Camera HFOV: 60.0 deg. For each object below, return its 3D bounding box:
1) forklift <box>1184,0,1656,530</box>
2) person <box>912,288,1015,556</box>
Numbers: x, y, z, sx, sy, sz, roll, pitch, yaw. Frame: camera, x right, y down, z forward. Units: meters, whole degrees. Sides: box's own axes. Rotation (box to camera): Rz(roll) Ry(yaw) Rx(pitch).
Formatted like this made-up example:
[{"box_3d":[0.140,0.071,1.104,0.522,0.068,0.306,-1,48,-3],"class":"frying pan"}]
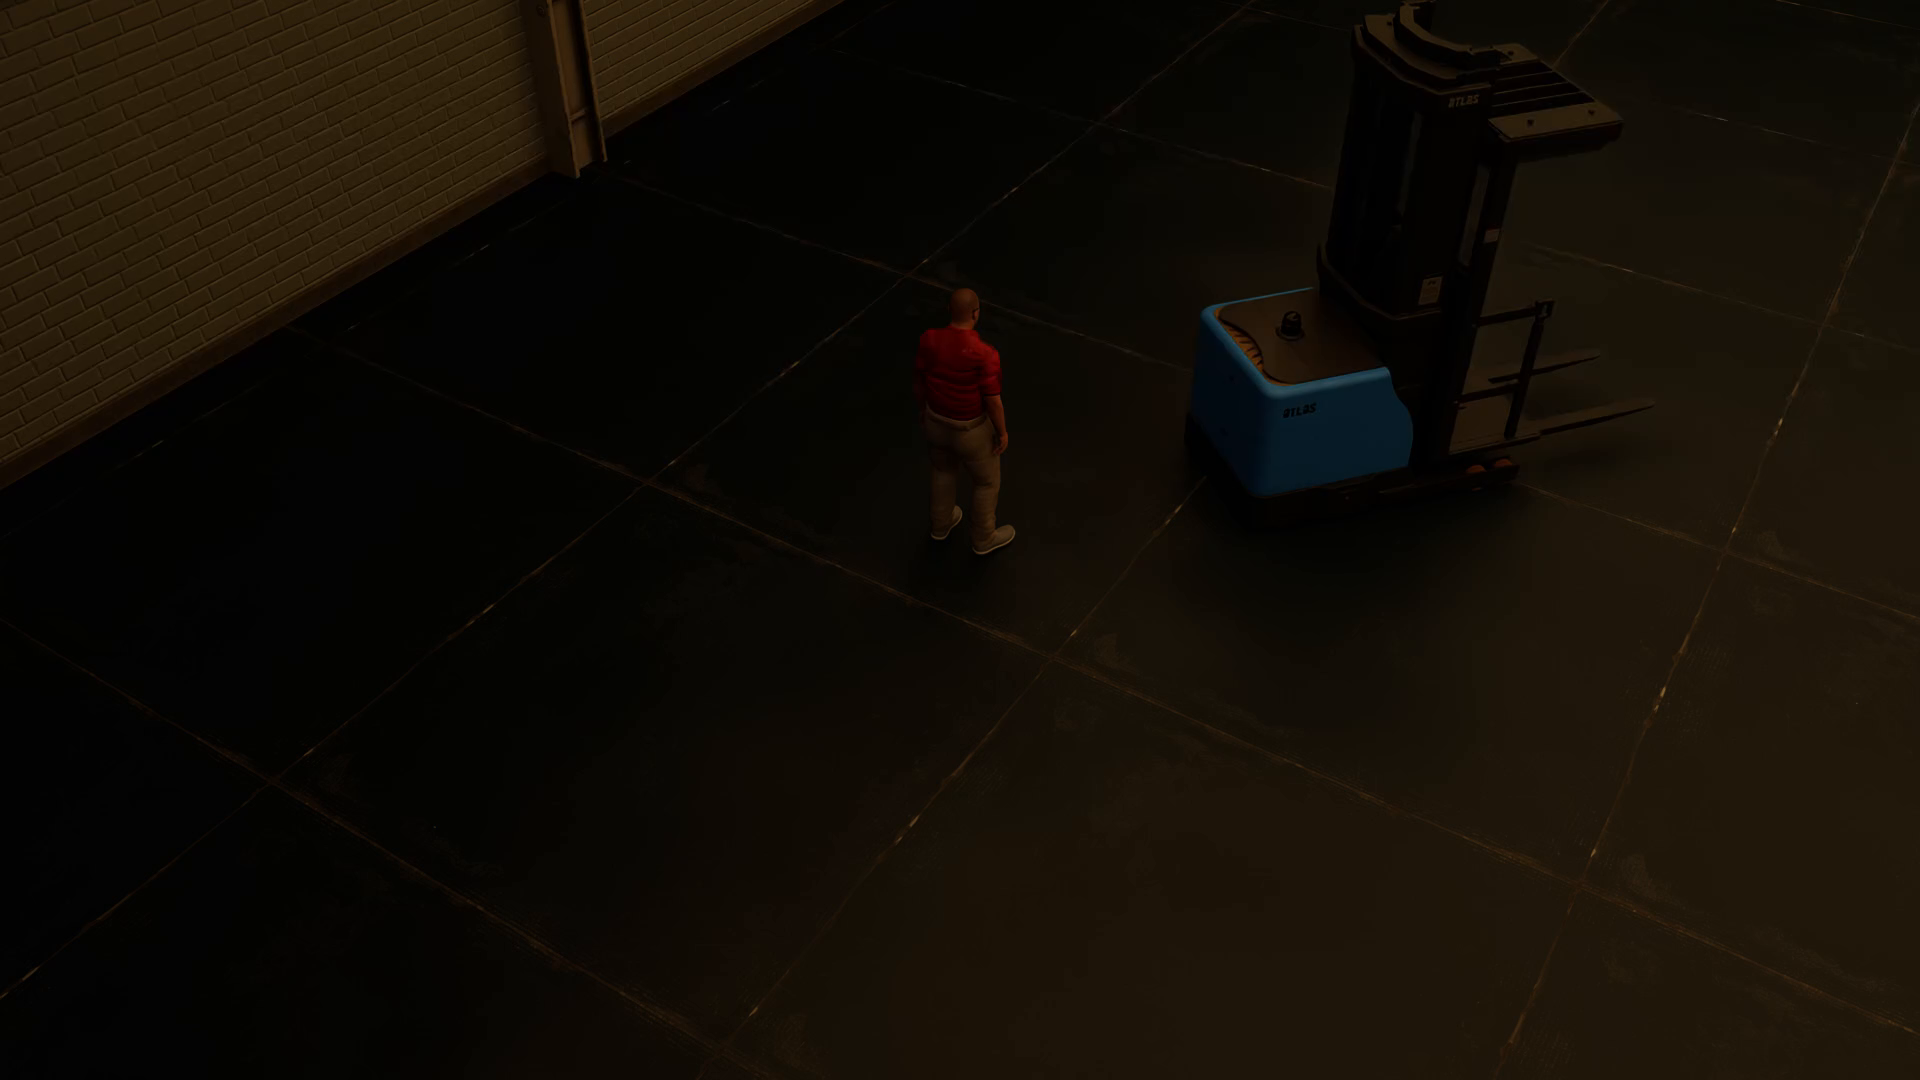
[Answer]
[{"box_3d":[3.043,-1.745,10.026,3.031,2.935,1.130,-12,42,-14],"class":"forklift"},{"box_3d":[0.013,-0.682,9.703,0.587,1.726,0.396,21,45,23],"class":"person"}]
